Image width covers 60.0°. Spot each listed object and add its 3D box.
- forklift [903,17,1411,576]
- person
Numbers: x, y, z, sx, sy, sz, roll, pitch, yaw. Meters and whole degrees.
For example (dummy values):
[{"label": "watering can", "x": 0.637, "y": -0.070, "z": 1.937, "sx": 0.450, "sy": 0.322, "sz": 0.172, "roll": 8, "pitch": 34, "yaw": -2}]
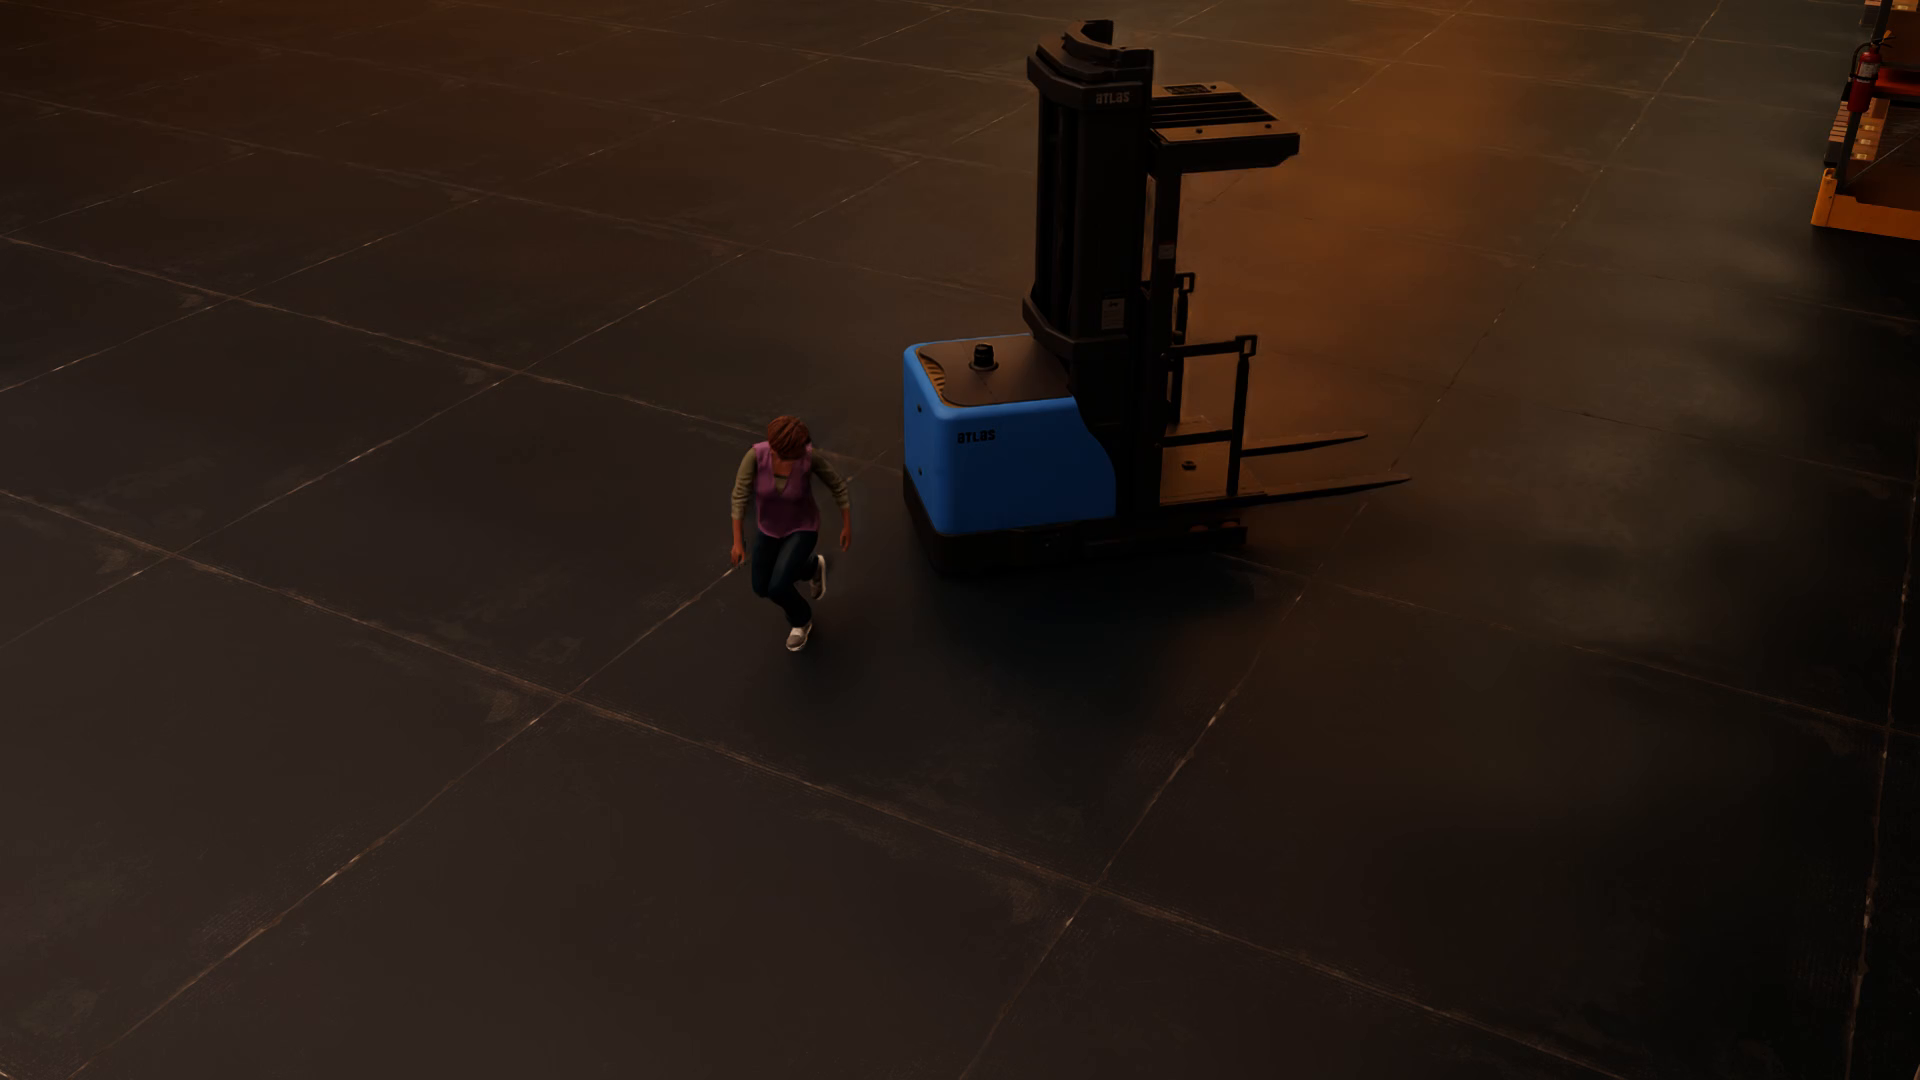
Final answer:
[{"label": "forklift", "x": 1.222, "y": -1.440, "z": 9.566, "sx": 3.031, "sy": 2.935, "sz": 1.130, "roll": -7, "pitch": 31, "yaw": -12}, {"label": "person", "x": -0.846, "y": -0.101, "z": 8.822, "sx": 0.576, "sy": 1.395, "sz": 0.647, "roll": 9, "pitch": 31, "yaw": 15}]
